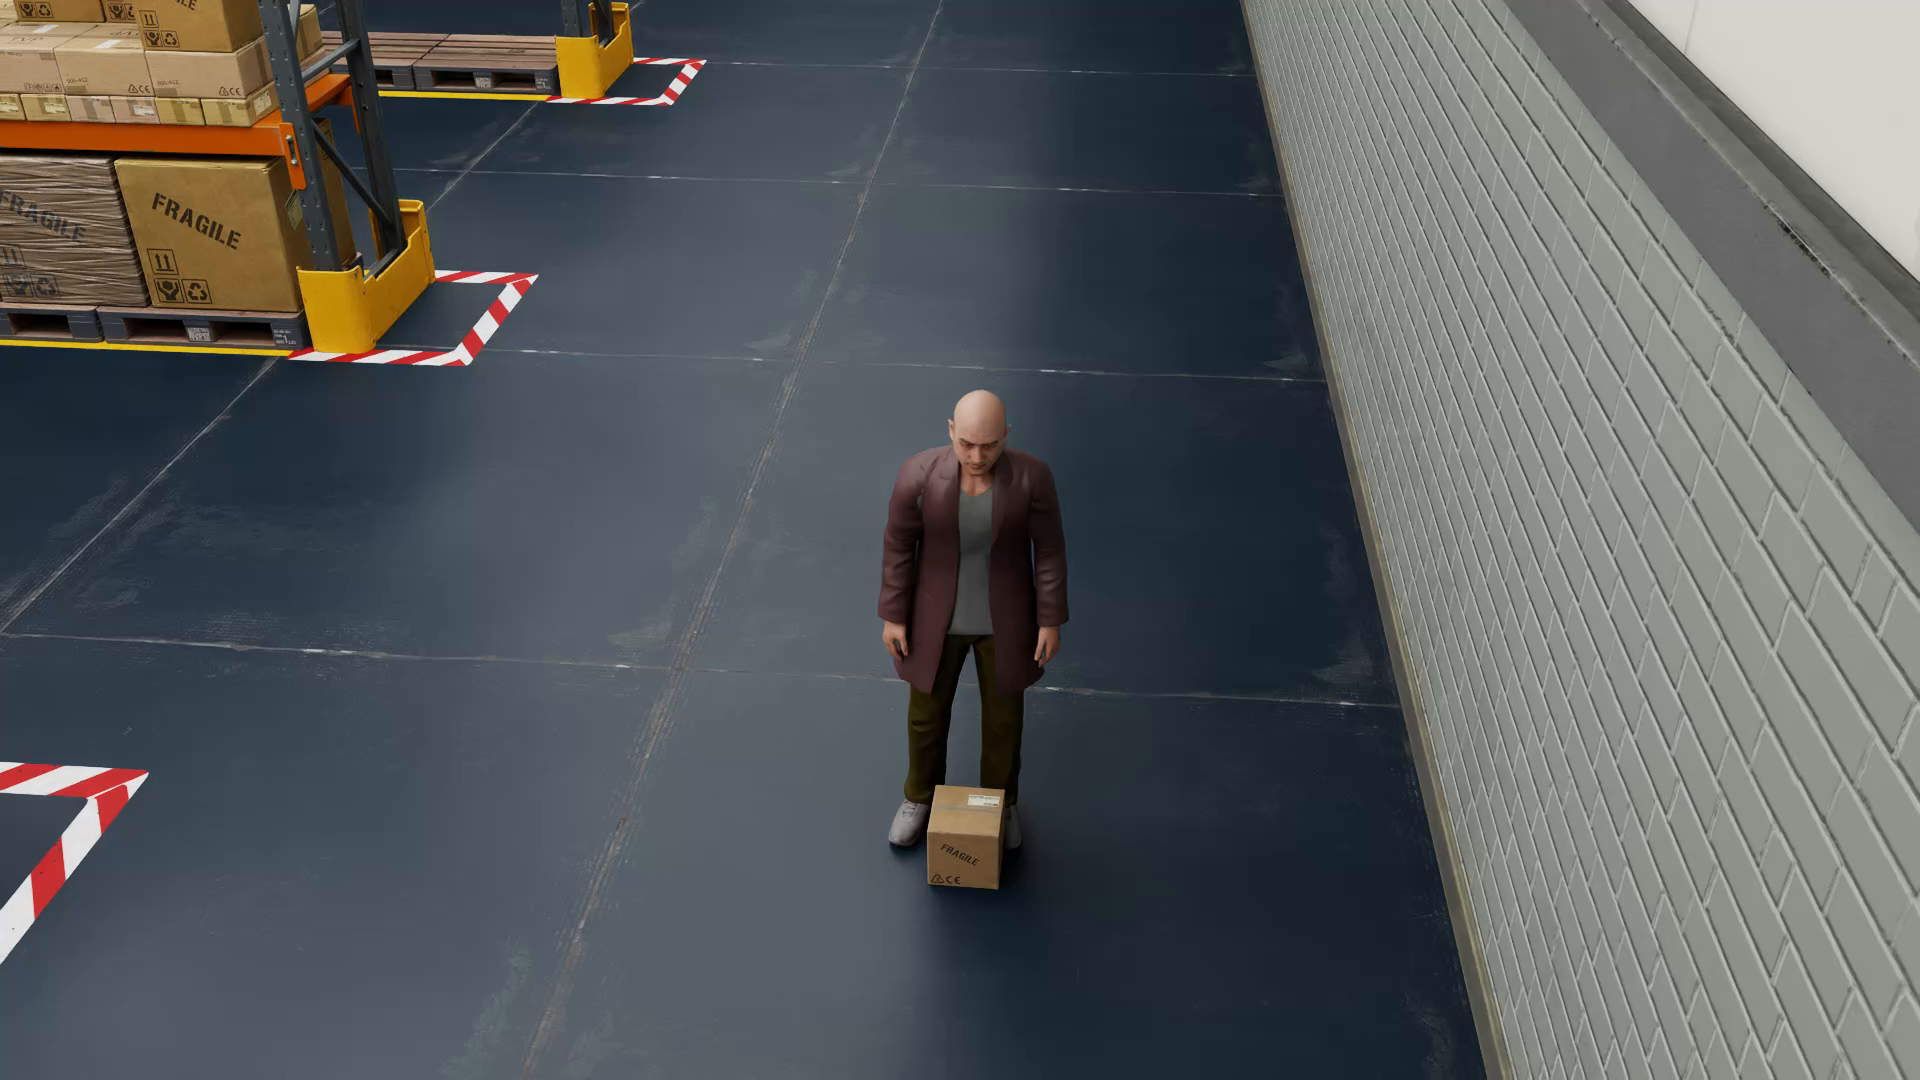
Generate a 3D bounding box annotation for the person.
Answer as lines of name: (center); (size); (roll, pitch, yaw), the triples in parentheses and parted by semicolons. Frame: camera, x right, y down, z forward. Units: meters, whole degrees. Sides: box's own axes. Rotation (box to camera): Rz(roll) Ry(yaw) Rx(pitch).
person: (0.037, 0.273, 5.705); (0.645, 1.774, 0.419); (2, 32, 4)
